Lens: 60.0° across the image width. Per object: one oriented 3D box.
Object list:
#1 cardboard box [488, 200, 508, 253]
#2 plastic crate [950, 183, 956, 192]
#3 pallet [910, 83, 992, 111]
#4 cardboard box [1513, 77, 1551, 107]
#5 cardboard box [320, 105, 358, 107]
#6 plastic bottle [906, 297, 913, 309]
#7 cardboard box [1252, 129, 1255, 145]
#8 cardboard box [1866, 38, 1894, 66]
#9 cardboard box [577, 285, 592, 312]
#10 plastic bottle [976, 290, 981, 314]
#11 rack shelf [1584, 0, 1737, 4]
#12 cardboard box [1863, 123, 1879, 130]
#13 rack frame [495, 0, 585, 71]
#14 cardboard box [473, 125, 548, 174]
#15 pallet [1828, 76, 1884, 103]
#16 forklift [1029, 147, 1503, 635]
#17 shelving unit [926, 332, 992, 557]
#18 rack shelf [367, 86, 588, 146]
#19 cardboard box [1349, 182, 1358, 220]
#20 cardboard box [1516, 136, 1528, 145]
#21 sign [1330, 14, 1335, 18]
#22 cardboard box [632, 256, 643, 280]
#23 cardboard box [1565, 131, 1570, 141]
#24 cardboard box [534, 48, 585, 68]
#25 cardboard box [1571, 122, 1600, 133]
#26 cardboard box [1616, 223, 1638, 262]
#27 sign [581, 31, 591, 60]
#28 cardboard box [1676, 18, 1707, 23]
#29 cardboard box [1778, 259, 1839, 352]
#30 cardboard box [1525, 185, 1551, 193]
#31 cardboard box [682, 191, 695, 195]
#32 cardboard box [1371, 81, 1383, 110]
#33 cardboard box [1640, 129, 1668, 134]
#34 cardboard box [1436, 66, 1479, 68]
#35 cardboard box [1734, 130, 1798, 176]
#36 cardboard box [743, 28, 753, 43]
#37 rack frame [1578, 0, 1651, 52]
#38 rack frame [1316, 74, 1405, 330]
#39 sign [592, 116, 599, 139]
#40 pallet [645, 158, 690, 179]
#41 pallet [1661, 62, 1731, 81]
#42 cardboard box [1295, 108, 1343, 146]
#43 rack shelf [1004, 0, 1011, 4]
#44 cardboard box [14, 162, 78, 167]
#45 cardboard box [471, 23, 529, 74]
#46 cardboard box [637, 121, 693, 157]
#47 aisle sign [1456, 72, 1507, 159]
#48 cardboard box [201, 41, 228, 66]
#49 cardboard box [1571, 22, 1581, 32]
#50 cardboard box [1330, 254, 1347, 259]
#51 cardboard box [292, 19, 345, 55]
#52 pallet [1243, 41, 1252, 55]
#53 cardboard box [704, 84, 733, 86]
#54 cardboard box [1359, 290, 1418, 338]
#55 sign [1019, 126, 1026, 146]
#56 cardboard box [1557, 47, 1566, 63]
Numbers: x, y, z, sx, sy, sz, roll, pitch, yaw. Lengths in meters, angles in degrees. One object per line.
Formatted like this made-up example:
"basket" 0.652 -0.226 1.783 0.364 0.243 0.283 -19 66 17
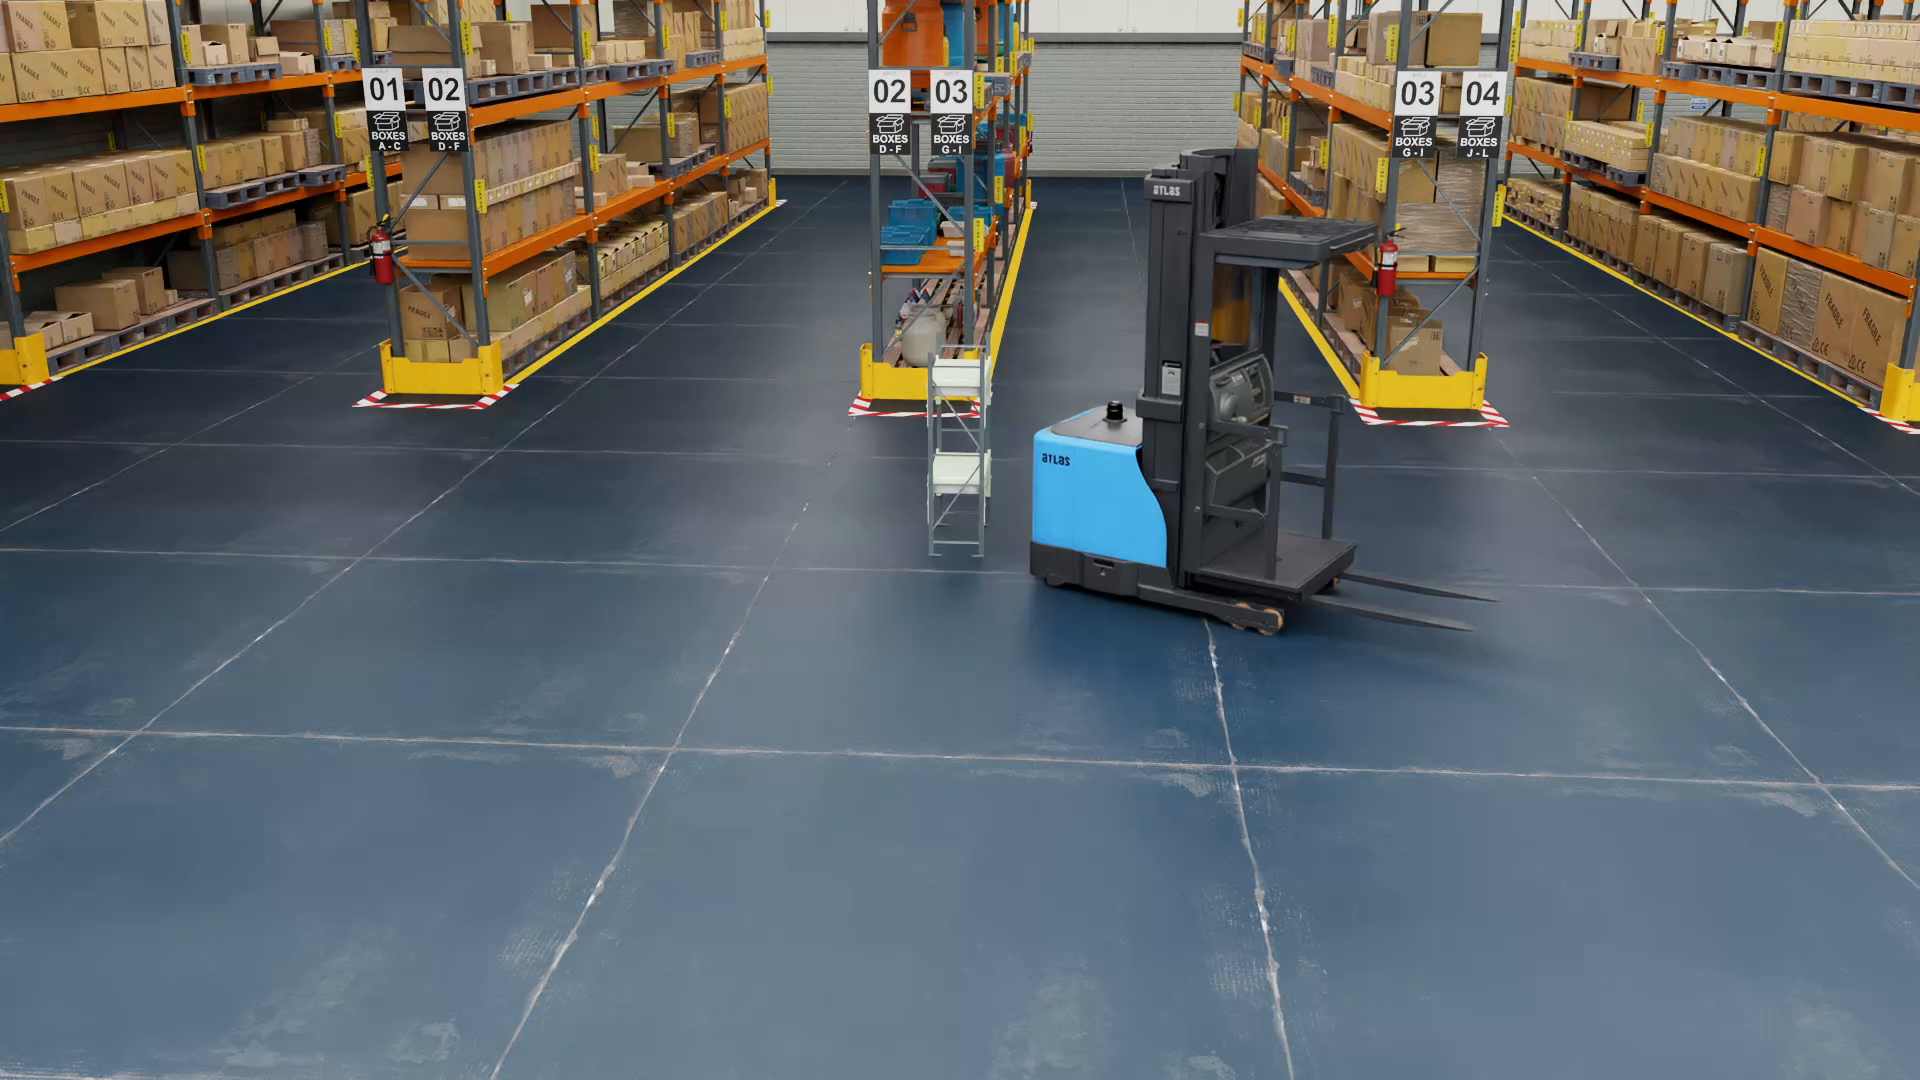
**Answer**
"cardboard box" -5.229 -3.331 17.610 0.700 0.500 0.500 2 18 5
"plastic crate" -0.238 -4.552 21.839 0.450 0.188 0.662 1 18 4
"pallet" -0.211 -4.454 16.685 1.003 0.211 1.213 1 18 4
"cardboard box" 10.362 -8.111 30.114 0.500 0.500 0.500 1 18 4
"cardboard box" -9.786 -6.749 26.328 0.500 0.250 0.500 1 18 3
"plastic bottle" -0.597 -2.624 19.162 0.144 0.351 0.185 1 18 3
"cardboard box" 5.237 -6.854 28.286 0.500 0.250 0.500 2 18 6
"cardboard box" 9.342 -4.823 16.436 0.500 0.250 0.500 1 18 4
"cardboard box" -4.837 -2.962 20.386 0.500 0.250 0.500 1 18 4
"plastic bottle" 0.213 -2.867 20.012 0.061 0.283 0.133 2 18 7
"rack shelf" 10.229 -8.036 24.292 1.077 0.370 4.000 1 18 4
"cardboard box" 15.075 -6.934 27.001 0.500 0.500 0.500 1 18 3
"rack frame" -5.022 -7.068 19.543 1.000 3.000 0.127 1 18 4
"cardboard box" -5.119 -4.431 18.885 0.700 0.500 0.500 1 18 4
"pallet" 9.640 -4.605 16.984 1.003 0.211 1.213 1 18 4
"forklift" 1.999 -0.976 10.695 3.031 2.935 1.130 11 21 31
"shelving unit" 0.000 -0.711 12.183 0.431 1.500 0.755 1 18 4
"rack shelf" -5.165 -4.680 18.227 1.077 0.370 4.000 1 18 4
"cardboard box" 4.681 -3.579 17.891 0.875 0.500 0.500 1 18 4
"cardboard box" 10.259 -7.205 29.998 0.380 0.149 0.250 1 18 2
"sign" 5.974 -8.292 26.757 0.100 0.325 0.005 1 18 4
"cardboard box" -4.636 -3.708 22.663 0.500 0.250 0.500 2 18 5
"cardboard box" 9.885 -6.447 26.533 0.380 0.149 0.250 2 18 5
"cardboard box" -4.968 -5.963 20.552 0.500 0.250 0.500 3 18 10
"cardboard box" 9.871 -6.502 26.222 0.380 0.149 0.250 2 18 5
"cardboard box" 9.872 -4.317 24.122 0.500 0.500 0.500 1 18 4
"sign" -4.468 -5.914 19.881 0.100 0.325 0.005 1 18 4
"cardboard box" 10.405 -7.292 23.653 0.396 0.266 0.258 1 18 4
"cardboard box" 9.623 -2.569 18.185 0.875 0.875 0.875 1 18 4
"cardboard box" 10.272 -6.224 29.549 0.380 0.149 0.250 2 18 6
"cardboard box" -4.726 -5.579 27.939 0.500 0.500 0.500 0 18 1
"cardboard box" 4.386 -4.418 16.512 0.500 0.250 0.500 1 18 4
"cardboard box" 10.426 -6.083 24.945 0.380 0.149 0.250 1 18 3
"cardboard box" 4.923 -4.620 16.487 0.380 0.149 0.250 2 18 6
"cardboard box" 9.863 -4.690 20.153 0.700 0.500 0.500 1 18 3
"cardboard box" -4.019 -9.061 29.878 0.500 0.250 0.500 1 18 4
"rack frame" 10.372 -9.189 26.014 1.000 3.000 0.127 1 18 4
"rack frame" 4.859 -3.995 19.799 1.000 3.000 0.127 1 18 4
"sign" -5.277 -5.982 24.129 0.100 0.325 0.005 1 18 4
"pallet" -4.756 -5.581 24.946 1.213 0.211 1.003 1 18 4
"pallet" 10.092 -6.230 22.105 1.213 0.211 1.003 2 18 6
"cardboard box" 5.214 -5.989 24.110 0.797 0.503 0.637 2 18 6
"rack shelf" 0.062 -7.046 21.272 1.077 0.370 4.000 1 18 4
"cardboard box" -10.313 -4.004 18.829 0.500 0.500 0.500 2 18 5
"cardboard box" -4.917 -5.224 17.672 0.500 0.500 0.500 1 18 4
"cardboard box" -4.546 -6.185 25.646 0.700 0.500 0.500 5 19 14
"aisle sign" 4.867 -3.962 15.524 0.394 0.787 0.004 1 18 4
"cardboard box" -9.800 -6.269 21.389 0.500 0.311 0.500 2 18 6
"cardboard box" 10.131 -8.305 26.931 0.380 0.149 0.250 2 18 5
"cardboard box" 4.977 -3.354 21.151 0.700 0.500 0.500 1 18 4
"cardboard box" -9.713 -7.569 25.021 0.700 0.500 0.500 0 18 1
"pallet" 5.676 -8.875 30.016 1.003 0.211 1.213 1 18 4
"cardboard box" -4.486 -8.173 30.781 0.500 0.500 0.500 1 18 4
"cardboard box" 4.791 -2.511 18.609 0.500 0.500 0.500 0 18 -1
"sign" 1.041 -6.709 27.637 0.100 0.325 0.005 1 18 4
"cardboard box" 10.185 -8.005 27.460 0.500 0.250 0.500 1 18 4
